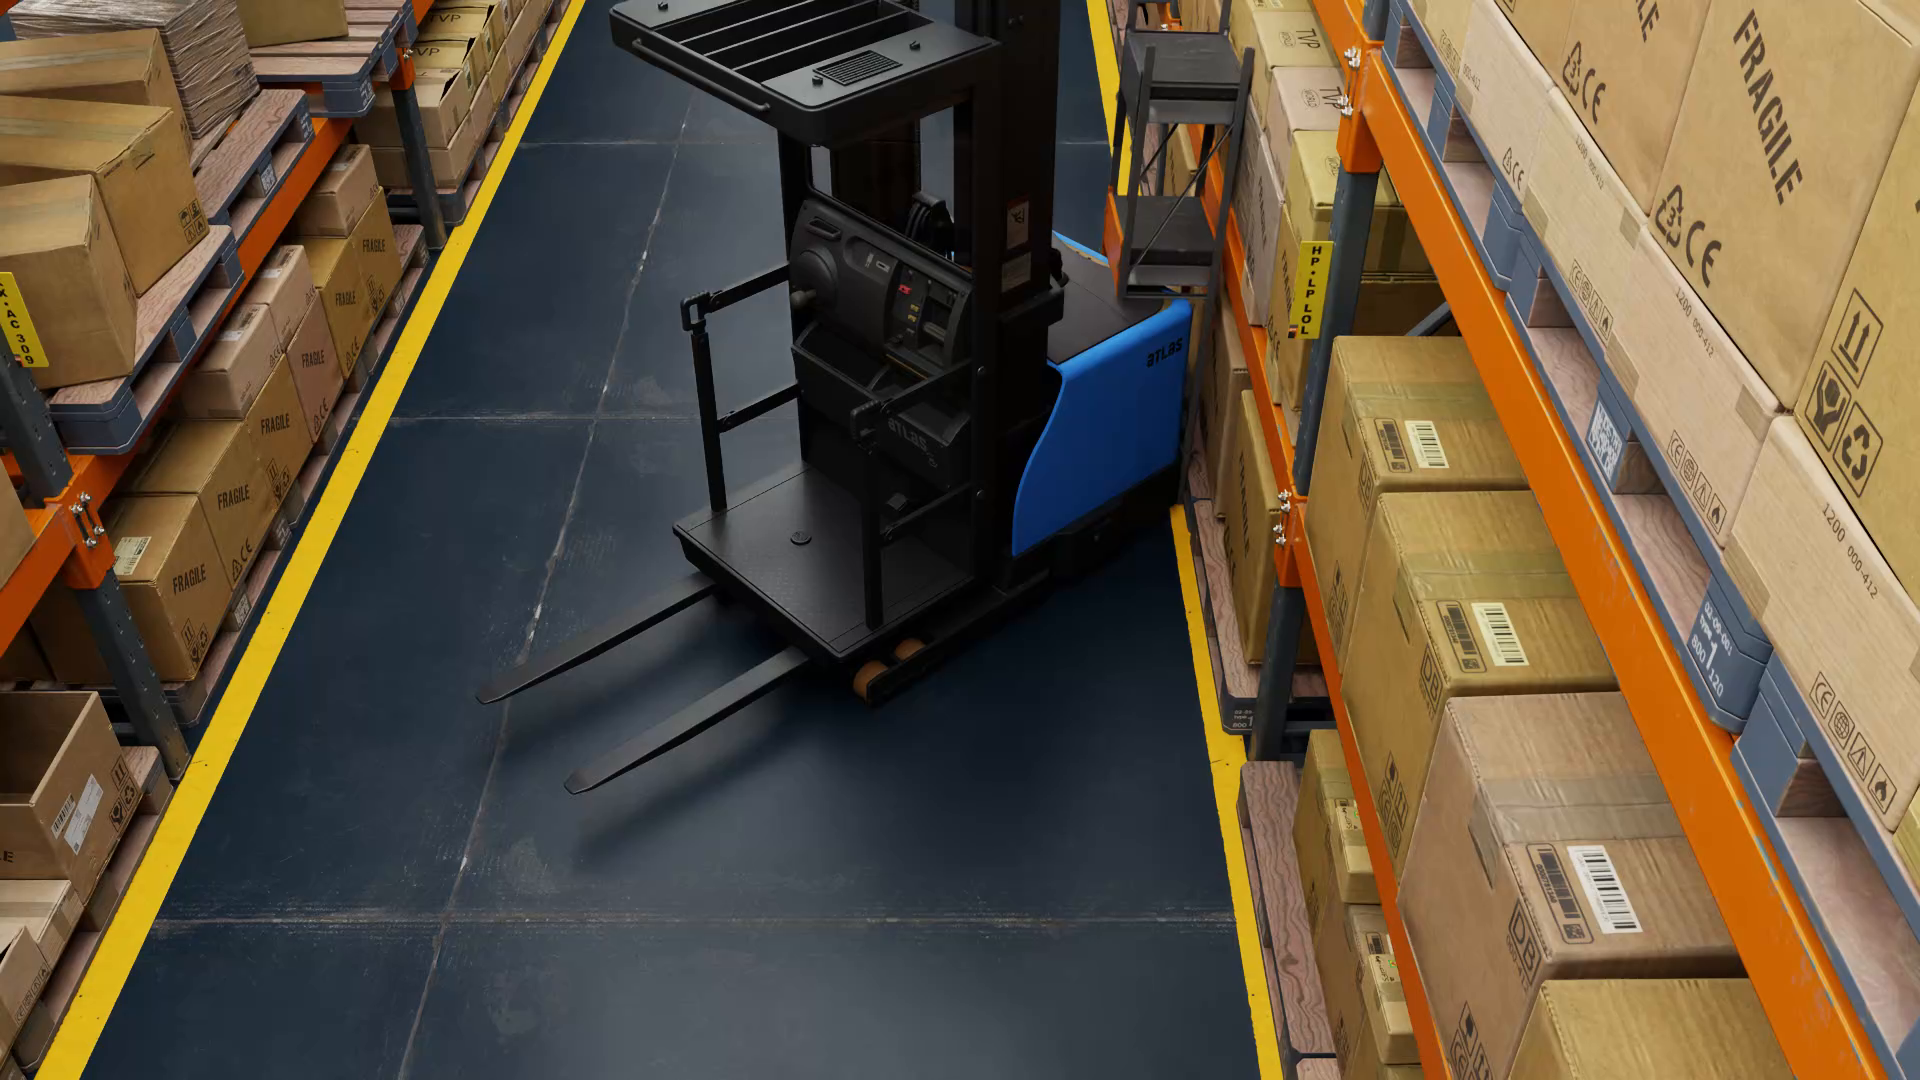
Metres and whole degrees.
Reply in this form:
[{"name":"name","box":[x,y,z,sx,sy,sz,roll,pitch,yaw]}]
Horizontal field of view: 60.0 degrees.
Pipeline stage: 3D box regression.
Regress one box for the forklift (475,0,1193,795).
[{"name":"forklift","box":[-0.461,-0.879,6.003,3.031,2.935,1.130,-30,47,-32]}]

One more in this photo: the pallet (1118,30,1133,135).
[{"name":"pallet","box":[1.576,-2.983,10.803,1.003,0.211,1.213,0,39,0]}]

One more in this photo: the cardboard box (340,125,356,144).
[{"name":"cardboard box","box":[-3.627,-2.453,9.326,0.500,0.311,0.500,1,39,1]}]

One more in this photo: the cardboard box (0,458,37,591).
[{"name":"cardboard box","box":[-3.118,-0.041,4.822,0.500,0.500,0.500,1,39,1]}]

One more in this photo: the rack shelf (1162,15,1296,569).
[{"name":"rack shelf","box":[1.576,-1.290,7.036,1.077,0.370,4.000,0,39,0]}]

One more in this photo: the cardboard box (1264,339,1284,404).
[{"name":"cardboard box","box":[1.271,-0.599,5.783,0.380,0.149,0.250,1,39,1]}]

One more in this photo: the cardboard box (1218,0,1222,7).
[{"name":"cardboard box","box":[1.322,-2.344,6.843,0.500,0.250,0.500,0,39,0]}]

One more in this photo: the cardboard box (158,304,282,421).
[{"name":"cardboard box","box":[-3.133,-0.731,6.811,0.500,0.250,0.500,0,39,0]}]

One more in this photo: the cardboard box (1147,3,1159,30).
[{"name":"cardboard box","box":[1.597,-3.417,10.762,0.700,0.500,0.500,0,39,0]}]

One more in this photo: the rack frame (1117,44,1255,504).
[{"name":"rack frame","box":[0.835,-0.986,6.738,0.400,2.100,0.015,0,39,-3]}]

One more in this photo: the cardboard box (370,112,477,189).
[{"name":"cardboard box","box":[-3.087,-2.234,9.502,0.500,0.250,0.500,0,39,0]}]

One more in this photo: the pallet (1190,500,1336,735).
[{"name":"pallet","box":[1.502,0.286,6.725,1.003,0.211,1.213,0,39,0]}]

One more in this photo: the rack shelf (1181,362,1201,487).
[{"name":"rack shelf","box":[0.793,-0.580,7.373,0.431,0.518,0.480,0,39,-3]}]

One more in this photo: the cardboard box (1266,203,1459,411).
[{"name":"cardboard box","box":[1.326,-0.771,5.480,0.500,0.500,0.500,-1,39,-1]}]

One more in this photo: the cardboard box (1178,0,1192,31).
[{"name":"cardboard box","box":[1.318,-2.680,7.862,0.500,0.500,0.500,1,39,1]}]

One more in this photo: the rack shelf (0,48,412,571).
[{"name":"rack shelf","box":[-3.378,-1.284,7.029,1.077,0.370,4.000,0,39,0]}]

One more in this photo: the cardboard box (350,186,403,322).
[{"name":"cardboard box","box":[-3.144,-1.427,8.279,0.500,0.500,0.500,1,39,2]}]

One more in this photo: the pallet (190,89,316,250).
[{"name":"pallet","box":[-3.373,-1.524,6.907,1.003,0.211,1.213,0,39,0]}]

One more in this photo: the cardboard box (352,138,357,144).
[{"name":"cardboard box","box":[-3.625,-2.235,9.504,0.500,0.250,0.500,1,39,1]}]

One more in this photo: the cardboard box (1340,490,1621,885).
[{"name":"cardboard box","box":[1.558,0.359,4.164,0.980,0.700,0.700,-1,39,-1]}]

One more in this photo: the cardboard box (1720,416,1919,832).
[{"name":"cardboard box","box":[1.315,0.083,2.053,0.500,0.250,0.500,-1,39,-2]}]

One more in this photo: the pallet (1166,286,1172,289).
[{"name":"pallet","box":[1.499,-1.240,8.629,1.003,0.211,1.213,0,39,0]}]

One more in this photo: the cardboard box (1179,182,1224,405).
[{"name":"cardboard box","box":[1.438,-1.139,7.655,0.750,0.750,0.750,0,39,0]}]

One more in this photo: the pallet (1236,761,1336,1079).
[{"name":"pallet","box":[1.501,1.244,5.529,1.003,0.211,1.213,0,39,0]}]

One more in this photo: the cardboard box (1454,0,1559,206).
[{"name":"cardboard box","box":[1.302,-0.884,3.260,0.500,0.250,0.500,-1,39,-1]}]

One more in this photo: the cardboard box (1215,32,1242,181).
[{"name":"cardboard box","box":[1.317,-1.717,6.660,0.500,0.500,0.500,1,39,1]}]

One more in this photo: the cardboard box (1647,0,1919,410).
[{"name":"cardboard box","box":[1.310,-0.523,2.210,0.500,0.500,0.500,-2,39,-2]}]

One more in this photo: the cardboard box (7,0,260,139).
[{"name":"cardboard box","box":[-3.457,-2.053,6.997,0.700,0.500,0.500,7,39,8]}]

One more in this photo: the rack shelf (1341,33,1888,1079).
[{"name":"rack shelf","box":[1.581,0.041,2.977,1.077,0.370,4.000,0,39,0]}]

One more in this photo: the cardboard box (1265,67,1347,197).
[{"name":"cardboard box","box":[1.331,-1.387,5.649,0.500,0.250,0.500,1,39,1]}]

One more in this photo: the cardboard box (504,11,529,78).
[{"name":"cardboard box","box":[-3.095,-3.194,10.700,0.500,0.250,0.500,1,39,1]}]

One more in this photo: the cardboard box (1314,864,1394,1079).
[{"name":"cardboard box","box":[1.474,1.273,4.925,0.700,0.500,0.500,0,39,-1]}]

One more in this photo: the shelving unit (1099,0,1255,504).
[{"name":"shelving unit","box":[0.824,-1.138,6.929,0.431,2.100,0.503,0,39,-3]}]

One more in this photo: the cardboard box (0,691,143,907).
[{"name":"cardboard box","box":[-3.091,0.846,5.443,0.500,0.500,0.500,0,39,0]}]

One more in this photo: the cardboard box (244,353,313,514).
[{"name":"cardboard box","box":[-3.137,-0.459,7.071,0.500,0.500,0.500,0,39,0]}]

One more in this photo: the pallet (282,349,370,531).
[{"name":"pallet","box":[-3.418,-0.499,7.704,1.003,0.211,1.213,0,39,0]}]

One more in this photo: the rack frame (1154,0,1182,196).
[{"name":"rack frame","box":[1.574,-2.821,8.372,1.000,3.000,0.127,0,39,0]}]

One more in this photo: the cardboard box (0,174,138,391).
[{"name":"cardboard box","box":[-3.152,-0.813,5.451,0.700,0.500,0.500,-13,40,-15]}]

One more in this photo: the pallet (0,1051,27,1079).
[{"name":"pallet","box":[-3.371,1.968,4.625,1.003,0.211,1.213,0,39,0]}]

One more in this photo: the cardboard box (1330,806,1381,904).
[{"name":"cardboard box","box":[1.294,0.920,4.847,0.380,0.149,0.250,1,39,1]}]

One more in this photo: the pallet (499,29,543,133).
[{"name":"pallet","box":[-3.341,-3.003,10.829,1.003,0.211,1.213,0,39,0]}]

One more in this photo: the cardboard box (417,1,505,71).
[{"name":"cardboard box","box":[-3.094,-3.100,10.135,0.500,0.311,0.500,-1,39,-1]}]
